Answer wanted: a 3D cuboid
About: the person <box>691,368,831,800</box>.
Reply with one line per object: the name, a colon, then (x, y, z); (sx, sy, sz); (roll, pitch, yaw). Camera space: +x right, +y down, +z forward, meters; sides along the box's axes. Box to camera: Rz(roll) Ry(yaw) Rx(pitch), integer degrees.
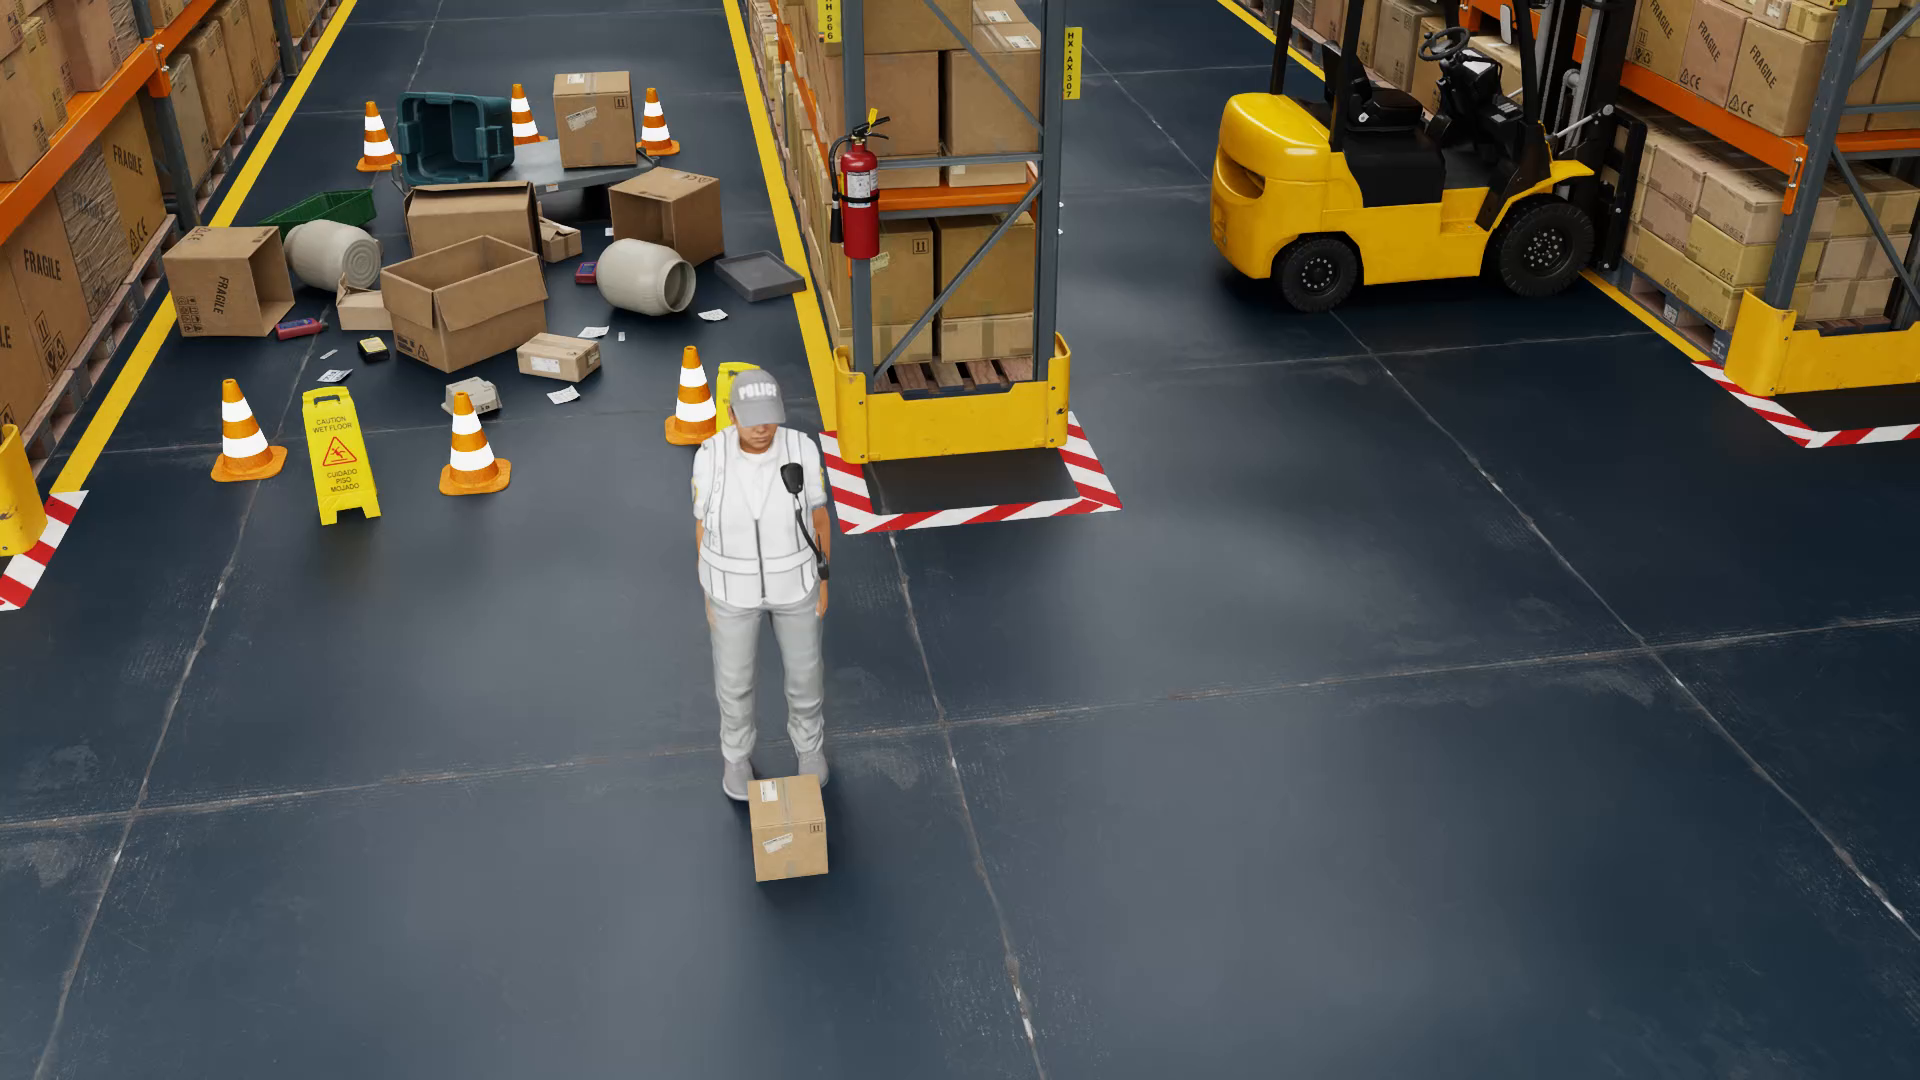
person: (-0.678, 0.174, 5.859); (0.467, 1.672, 0.390); (-5, 31, -8)
